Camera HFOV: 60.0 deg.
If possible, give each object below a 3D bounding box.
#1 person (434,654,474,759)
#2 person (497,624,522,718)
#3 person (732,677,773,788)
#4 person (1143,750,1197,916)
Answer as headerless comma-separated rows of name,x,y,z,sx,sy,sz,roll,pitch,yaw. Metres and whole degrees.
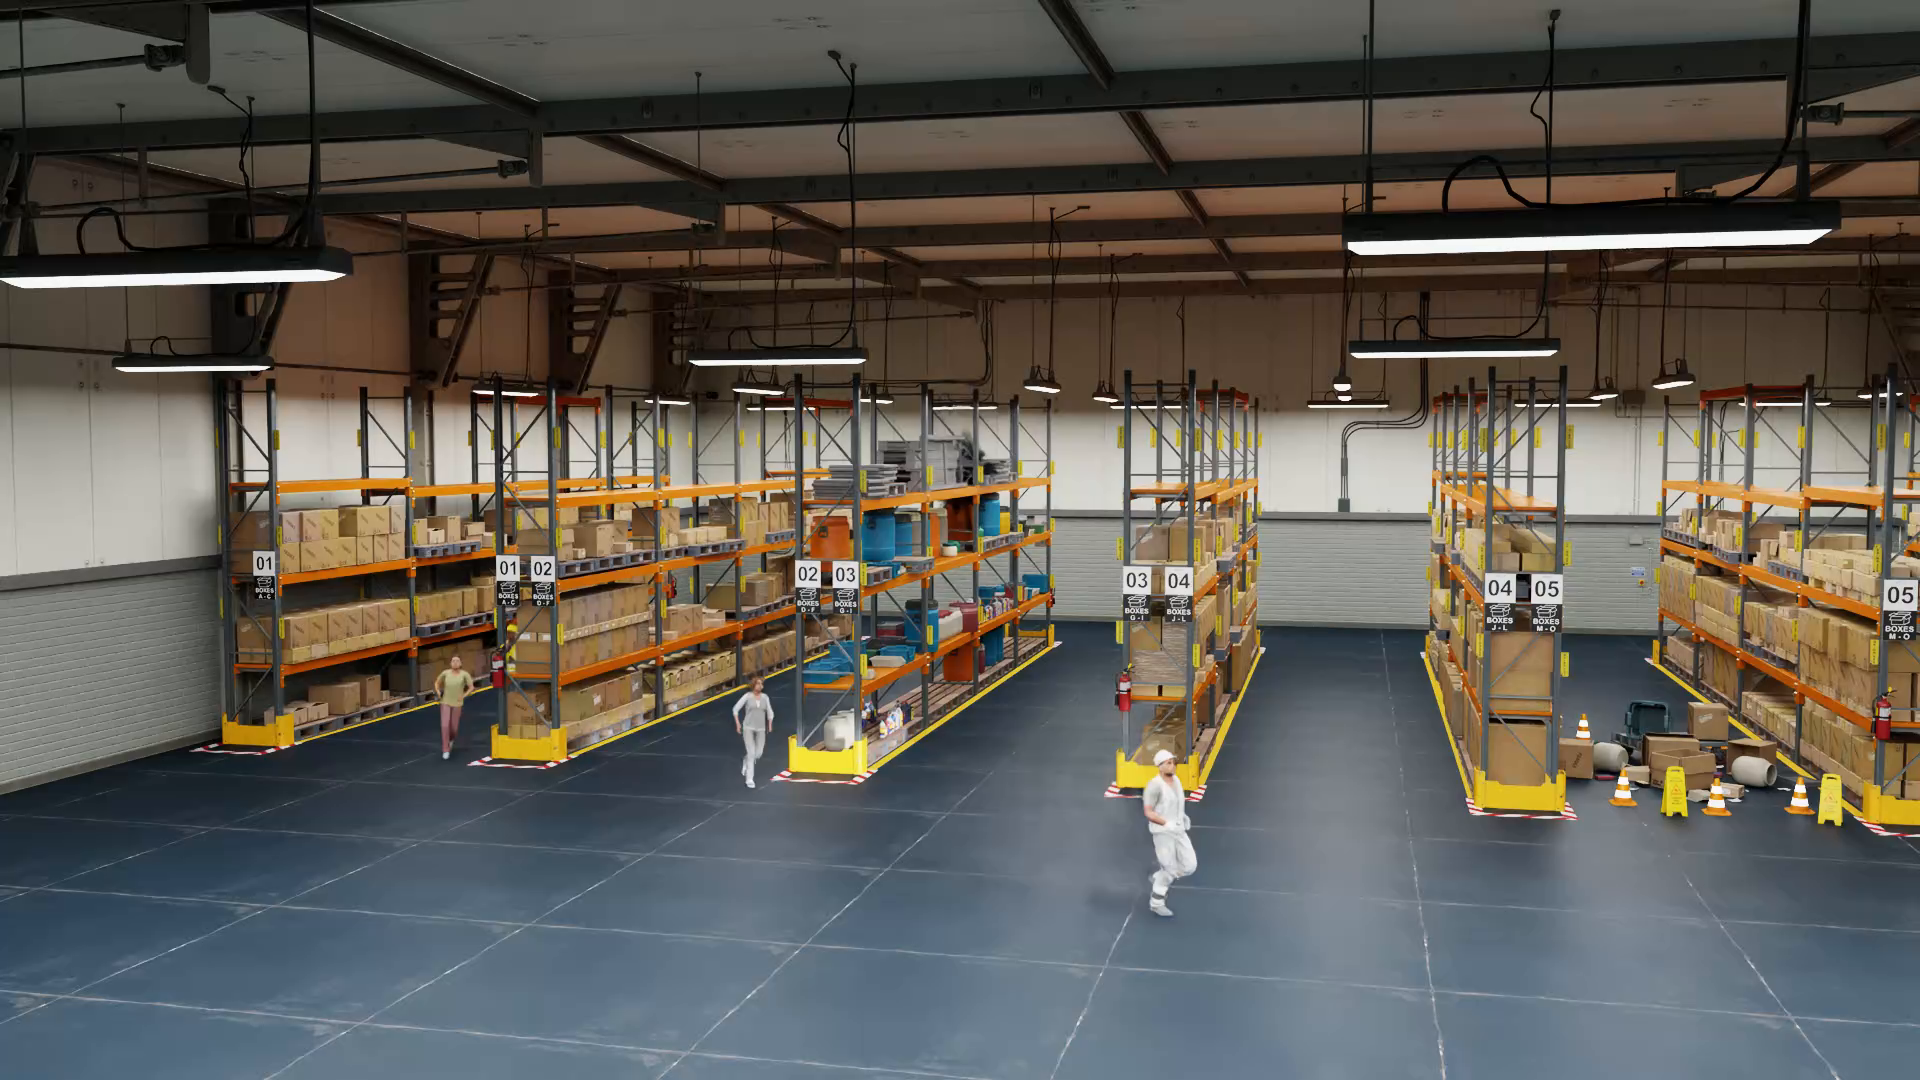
person,-8.040,2.622,26.448,0.616,1.635,0.674,-1,3,-9
person,-7.831,2.379,29.030,0.675,1.826,0.764,0,3,7
person,-3.004,2.787,24.249,0.594,1.563,0.577,-1,4,-23
person,2.210,3.082,17.517,0.590,1.745,0.660,3,5,44
